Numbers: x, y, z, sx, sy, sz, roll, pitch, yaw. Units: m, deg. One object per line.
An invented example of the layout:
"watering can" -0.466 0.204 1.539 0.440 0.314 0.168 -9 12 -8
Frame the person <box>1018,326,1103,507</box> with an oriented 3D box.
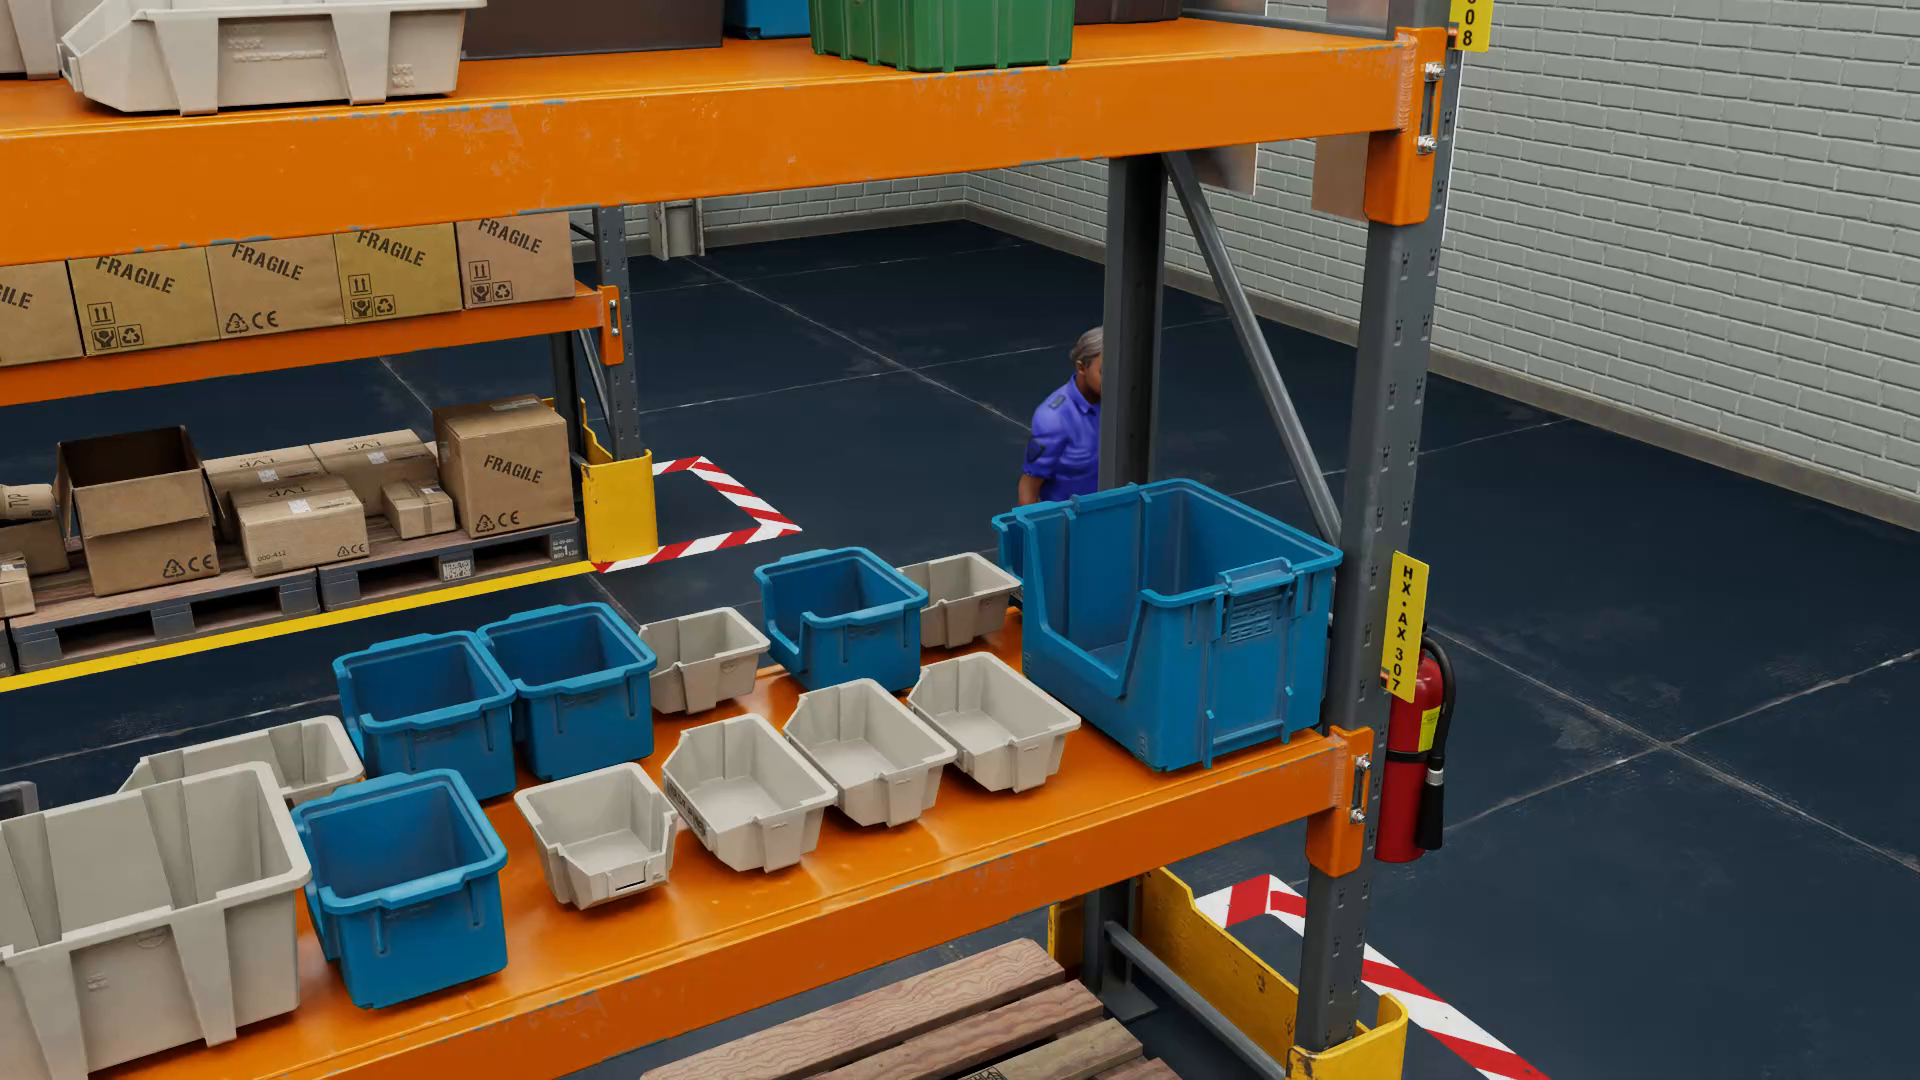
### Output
"person" 0.425 0.018 6.052 0.514 1.653 0.349 -14 26 -30
